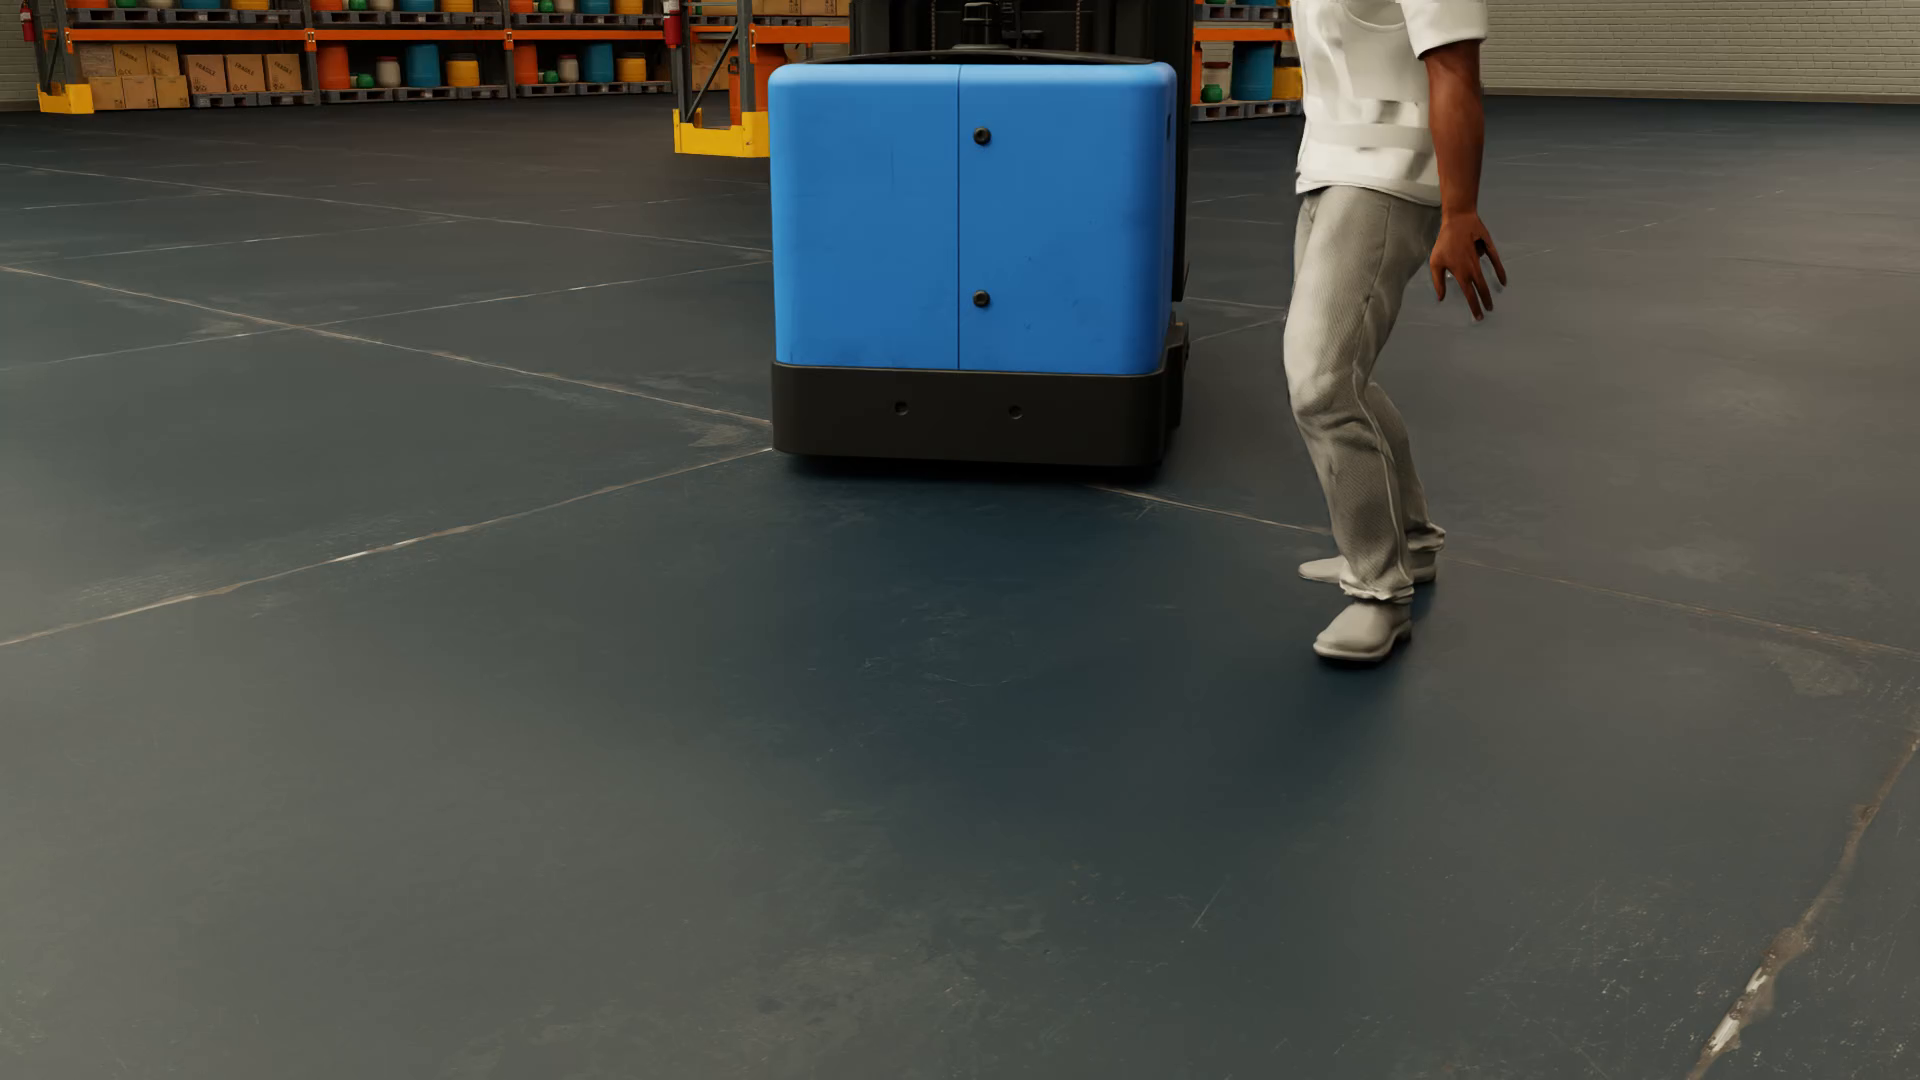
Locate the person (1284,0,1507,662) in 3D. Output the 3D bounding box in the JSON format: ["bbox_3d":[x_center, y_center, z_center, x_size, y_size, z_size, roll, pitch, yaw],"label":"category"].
[{"bbox_3d":[0.813,-0.692,3.305,0.474,1.733,0.900,1,17,4],"label":"person"}]

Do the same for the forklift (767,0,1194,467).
[{"bbox_3d":[0.229,-1.976,5.405,1.130,2.935,3.031,3,17,8],"label":"forklift"}]
